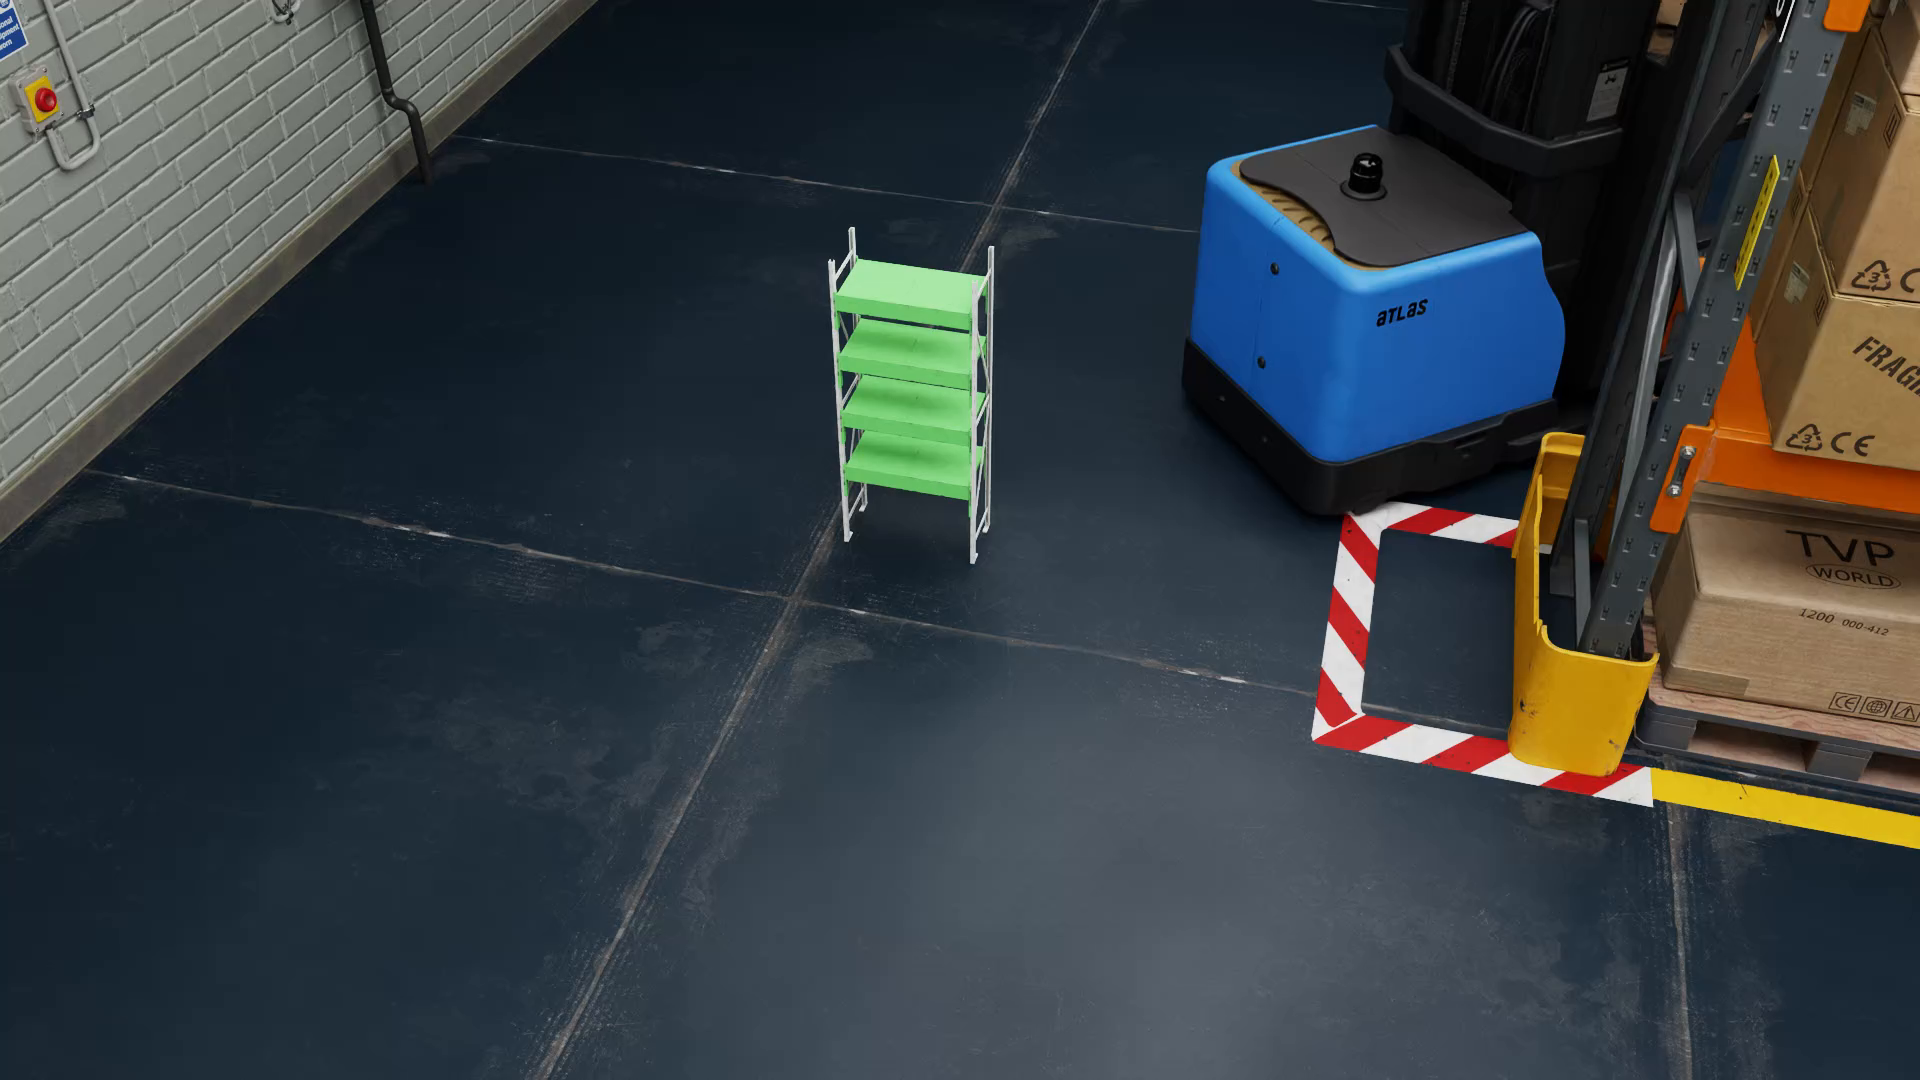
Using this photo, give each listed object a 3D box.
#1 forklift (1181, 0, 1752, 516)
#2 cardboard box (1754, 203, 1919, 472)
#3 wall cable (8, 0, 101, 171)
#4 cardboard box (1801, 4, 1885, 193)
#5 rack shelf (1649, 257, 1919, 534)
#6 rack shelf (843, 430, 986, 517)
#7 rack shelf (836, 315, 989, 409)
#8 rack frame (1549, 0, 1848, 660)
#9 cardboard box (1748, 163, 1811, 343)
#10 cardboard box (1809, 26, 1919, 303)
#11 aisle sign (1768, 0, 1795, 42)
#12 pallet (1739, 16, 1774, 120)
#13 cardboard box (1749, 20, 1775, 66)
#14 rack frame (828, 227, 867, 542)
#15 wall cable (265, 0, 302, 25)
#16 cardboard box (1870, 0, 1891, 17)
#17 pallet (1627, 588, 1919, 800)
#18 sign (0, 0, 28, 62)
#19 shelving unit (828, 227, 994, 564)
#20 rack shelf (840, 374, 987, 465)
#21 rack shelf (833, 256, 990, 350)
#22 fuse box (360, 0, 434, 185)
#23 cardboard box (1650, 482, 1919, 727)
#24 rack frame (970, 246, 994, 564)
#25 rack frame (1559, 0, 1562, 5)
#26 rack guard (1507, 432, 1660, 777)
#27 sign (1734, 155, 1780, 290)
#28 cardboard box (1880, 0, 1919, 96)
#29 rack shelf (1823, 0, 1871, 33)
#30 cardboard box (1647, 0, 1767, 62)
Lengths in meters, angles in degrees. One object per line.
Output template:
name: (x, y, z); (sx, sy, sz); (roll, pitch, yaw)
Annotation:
forklift: (2.478, -1.853, 6.178); (3.031, 2.935, 1.130); (-17, 43, -19)
cardboard box: (2.508, -0.545, 4.488); (0.500, 0.500, 0.500); (9, 41, 11)
wall cable: (-3.335, -2.088, 5.590); (0.123, 1.953, 0.585); (10, 41, 11)
cardboard box: (2.646, -1.253, 4.555); (0.500, 0.500, 0.500); (11, 41, 13)
rack shelf: (4.051, -0.157, 4.663); (4.000, 0.370, 1.077); (10, 41, 11)
rack shelf: (-0.160, -0.254, 6.092); (0.480, 0.148, 0.258); (10, 41, 11)
rack shelf: (-0.160, -0.622, 5.784); (0.480, 0.148, 0.258); (10, 41, 11)
rack frame: (2.119, -0.764, 4.828); (0.127, 3.000, 1.000); (10, 41, 11)
cardboard box: (2.653, -0.887, 4.896); (0.500, 0.500, 0.500); (10, 41, 12)
cardboard box: (2.509, -0.929, 4.168); (0.500, 0.500, 0.500); (9, 41, 10)
aisle sign: (1.974, -1.592, 3.792); (0.004, 0.787, 0.394); (10, 41, 11)
pallet: (4.242, -2.636, 9.225); (1.213, 0.211, 1.003); (10, 41, 11)
cardboard box: (4.365, -2.663, 8.978); (0.250, 0.149, 0.380); (8, 41, 10)
rack frame: (-0.396, -0.528, 5.945); (0.015, 1.200, 0.240); (10, 41, 11)
wall cable: (-2.979, -2.959, 6.651); (0.122, 1.984, 0.588); (10, 41, 11)
cardboard box: (2.517, -1.499, 4.343); (0.250, 0.149, 0.380); (10, 41, 12)
pallet: (2.911, 0.388, 5.624); (1.213, 0.211, 1.003); (10, 41, 11)
sign: (-3.406, -1.771, 5.816); (0.001, 0.218, 0.327); (10, 41, 11)
shelving unit: (-0.160, -0.487, 5.897); (0.503, 1.200, 0.258); (10, 41, 11)
rack shelf: (-0.160, -0.438, 5.938); (0.480, 0.148, 0.258); (10, 41, 11)
rack shelf: (-0.160, -0.806, 5.629); (0.480, 0.148, 0.258); (10, 41, 11)
fuse box: (-2.651, -2.475, 7.866); (0.414, 1.711, 0.539); (10, 41, 11)
cardboard box: (2.782, 0.103, 5.460); (0.875, 0.438, 0.875); (8, 41, 10)
rack frame: (0.076, -0.446, 5.849); (0.015, 1.200, 0.240); (10, 41, 11)
rack frame: (3.398, -3.849, 8.500); (0.127, 3.000, 1.000); (10, 41, 11)
rack guard: (2.095, 0.189, 5.637); (0.348, 0.500, 1.175); (10, 41, 11)
sign: (1.969, -0.783, 4.115); (0.005, 0.325, 0.100); (10, 41, 11)
cardboard box: (2.390, -1.203, 3.990); (0.250, 0.149, 0.380); (11, 41, 12)
rack shelf: (4.051, -1.305, 3.699); (4.000, 0.370, 1.077); (10, 41, 11)
cardboard box: (3.964, -2.893, 8.977); (0.637, 0.503, 0.797); (8, 41, 10)
